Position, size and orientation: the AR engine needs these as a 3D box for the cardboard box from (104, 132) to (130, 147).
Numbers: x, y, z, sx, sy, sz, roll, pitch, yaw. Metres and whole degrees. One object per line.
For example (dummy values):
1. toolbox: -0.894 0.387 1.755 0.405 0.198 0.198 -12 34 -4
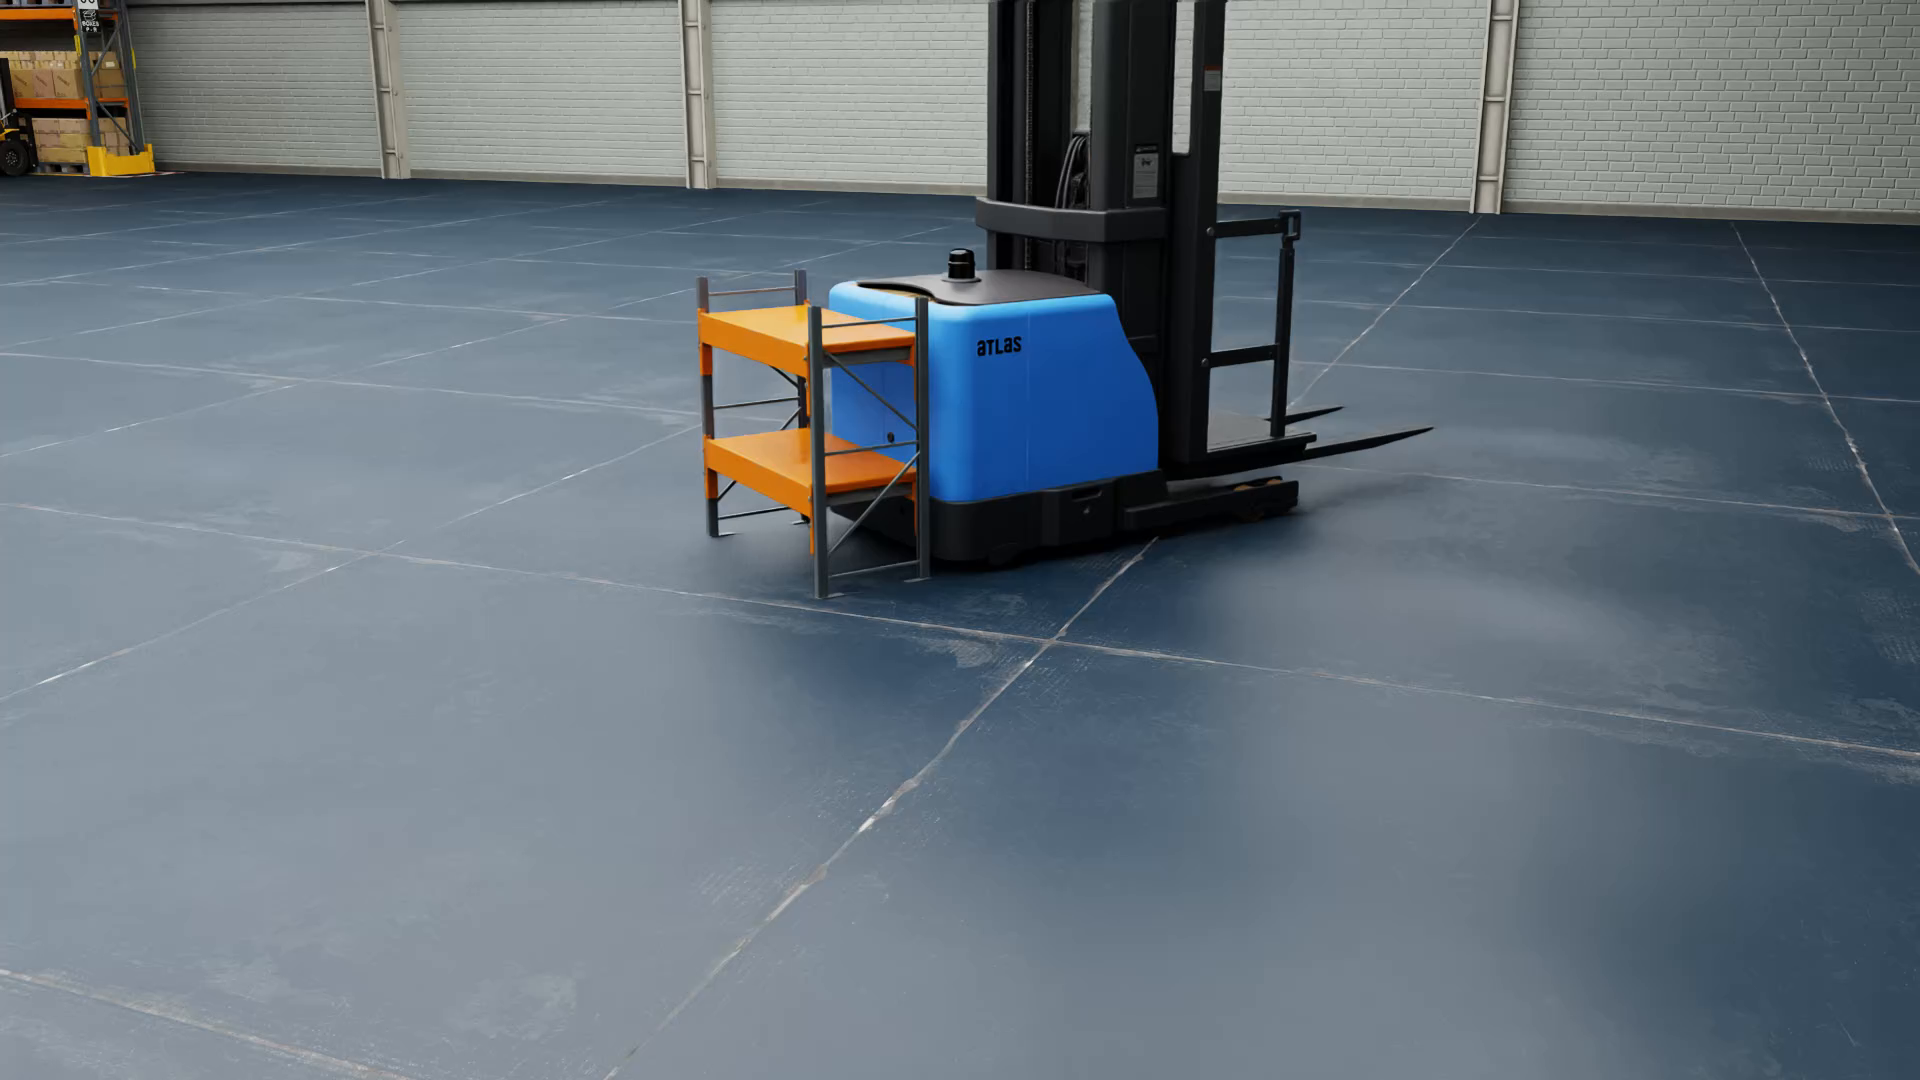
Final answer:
1. cardboard box: -15.323 -7.204 29.891 0.500 0.250 0.500 7 17 22

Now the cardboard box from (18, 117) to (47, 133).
1. cardboard box: -16.455 -7.408 29.697 0.500 0.250 0.500 7 17 21

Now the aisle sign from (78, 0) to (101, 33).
1. aisle sign: -15.008 -9.146 28.636 0.004 0.787 0.394 6 17 21

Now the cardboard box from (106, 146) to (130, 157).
1. cardboard box: -15.347 -6.963 29.957 0.500 0.250 0.500 6 17 21

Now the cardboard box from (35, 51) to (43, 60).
1. cardboard box: -16.071 -8.547 29.358 0.250 0.149 0.380 6 17 21

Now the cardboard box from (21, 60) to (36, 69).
1. cardboard box: -16.347 -8.407 29.411 0.250 0.149 0.380 6 17 19

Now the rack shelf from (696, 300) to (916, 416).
1. rack shelf: -0.609 -0.749 6.686 0.538 0.278 1.000 -10 19 -31

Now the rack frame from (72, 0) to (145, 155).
1. rack frame: -14.962 -7.981 29.284 0.127 3.000 1.000 6 17 21

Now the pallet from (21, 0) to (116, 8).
1. pallet: -15.610 -9.458 29.151 1.213 0.211 1.003 6 17 21

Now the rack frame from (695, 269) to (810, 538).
1. rack frame: -0.880 -0.588 7.181 0.500 1.125 0.032 -10 19 -31

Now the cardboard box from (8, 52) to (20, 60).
1. cardboard box: -16.596 -8.570 29.437 0.250 0.149 0.380 7 17 22

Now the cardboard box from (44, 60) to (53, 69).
1. cardboard box: -15.855 -8.364 29.261 0.250 0.149 0.380 7 17 22

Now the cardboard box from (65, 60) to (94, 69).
1. cardboard box: -15.387 -8.303 29.052 0.250 0.149 0.380 7 17 21

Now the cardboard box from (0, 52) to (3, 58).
1. cardboard box: -17.029 -8.651 29.715 0.250 0.149 0.380 6 17 21

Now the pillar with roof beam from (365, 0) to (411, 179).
1. pillar with roof beam: -11.277 -9.437 23.538 0.400 9.000 9.100 6 17 21

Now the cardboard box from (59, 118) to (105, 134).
1. cardboard box: -15.504 -7.308 29.353 0.500 0.250 0.500 7 18 22

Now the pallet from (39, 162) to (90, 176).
1. pallet: -15.688 -6.709 29.905 1.213 0.211 1.003 6 17 21

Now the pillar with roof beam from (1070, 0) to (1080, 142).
1. pillar with roof beam: -0.114 -8.209 19.310 0.400 9.000 9.100 6 17 21

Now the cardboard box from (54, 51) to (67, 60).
1. cardboard box: -15.613 -8.482 29.136 0.250 0.149 0.380 6 17 21

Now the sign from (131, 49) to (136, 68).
1. sign: -14.752 -8.578 29.646 0.005 0.325 0.100 6 17 21

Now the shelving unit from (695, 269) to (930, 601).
1. shelving unit: -0.609 -0.468 6.767 0.538 1.125 1.048 -10 19 -31

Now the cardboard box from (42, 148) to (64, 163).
1. cardboard box: -15.974 -6.882 29.676 0.500 0.250 0.500 6 17 21

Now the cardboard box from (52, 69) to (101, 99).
1. cardboard box: -15.516 -8.011 29.209 0.500 0.500 0.500 6 17 19

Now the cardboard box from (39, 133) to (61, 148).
1. cardboard box: -15.992 -7.125 29.618 0.500 0.250 0.500 6 17 20

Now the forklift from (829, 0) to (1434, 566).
1. forklift: 0.932 -1.598 7.422 3.031 2.935 1.130 -11 19 -33

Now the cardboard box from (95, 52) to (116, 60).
1. cardboard box: -15.196 -8.573 29.448 0.250 0.149 0.380 6 17 20

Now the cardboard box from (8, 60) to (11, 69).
1. cardboard box: -16.788 -8.477 29.650 0.250 0.149 0.380 6 17 20

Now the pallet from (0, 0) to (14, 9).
1. pallet: -17.880 -9.707 30.010 1.213 0.211 1.003 6 17 21

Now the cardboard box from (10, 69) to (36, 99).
1. cardboard box: -16.472 -8.119 29.580 0.500 0.500 0.500 6 17 20

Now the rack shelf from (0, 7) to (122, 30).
1. rack shelf: -16.822 -9.280 29.671 4.000 0.370 1.077 6 17 21
